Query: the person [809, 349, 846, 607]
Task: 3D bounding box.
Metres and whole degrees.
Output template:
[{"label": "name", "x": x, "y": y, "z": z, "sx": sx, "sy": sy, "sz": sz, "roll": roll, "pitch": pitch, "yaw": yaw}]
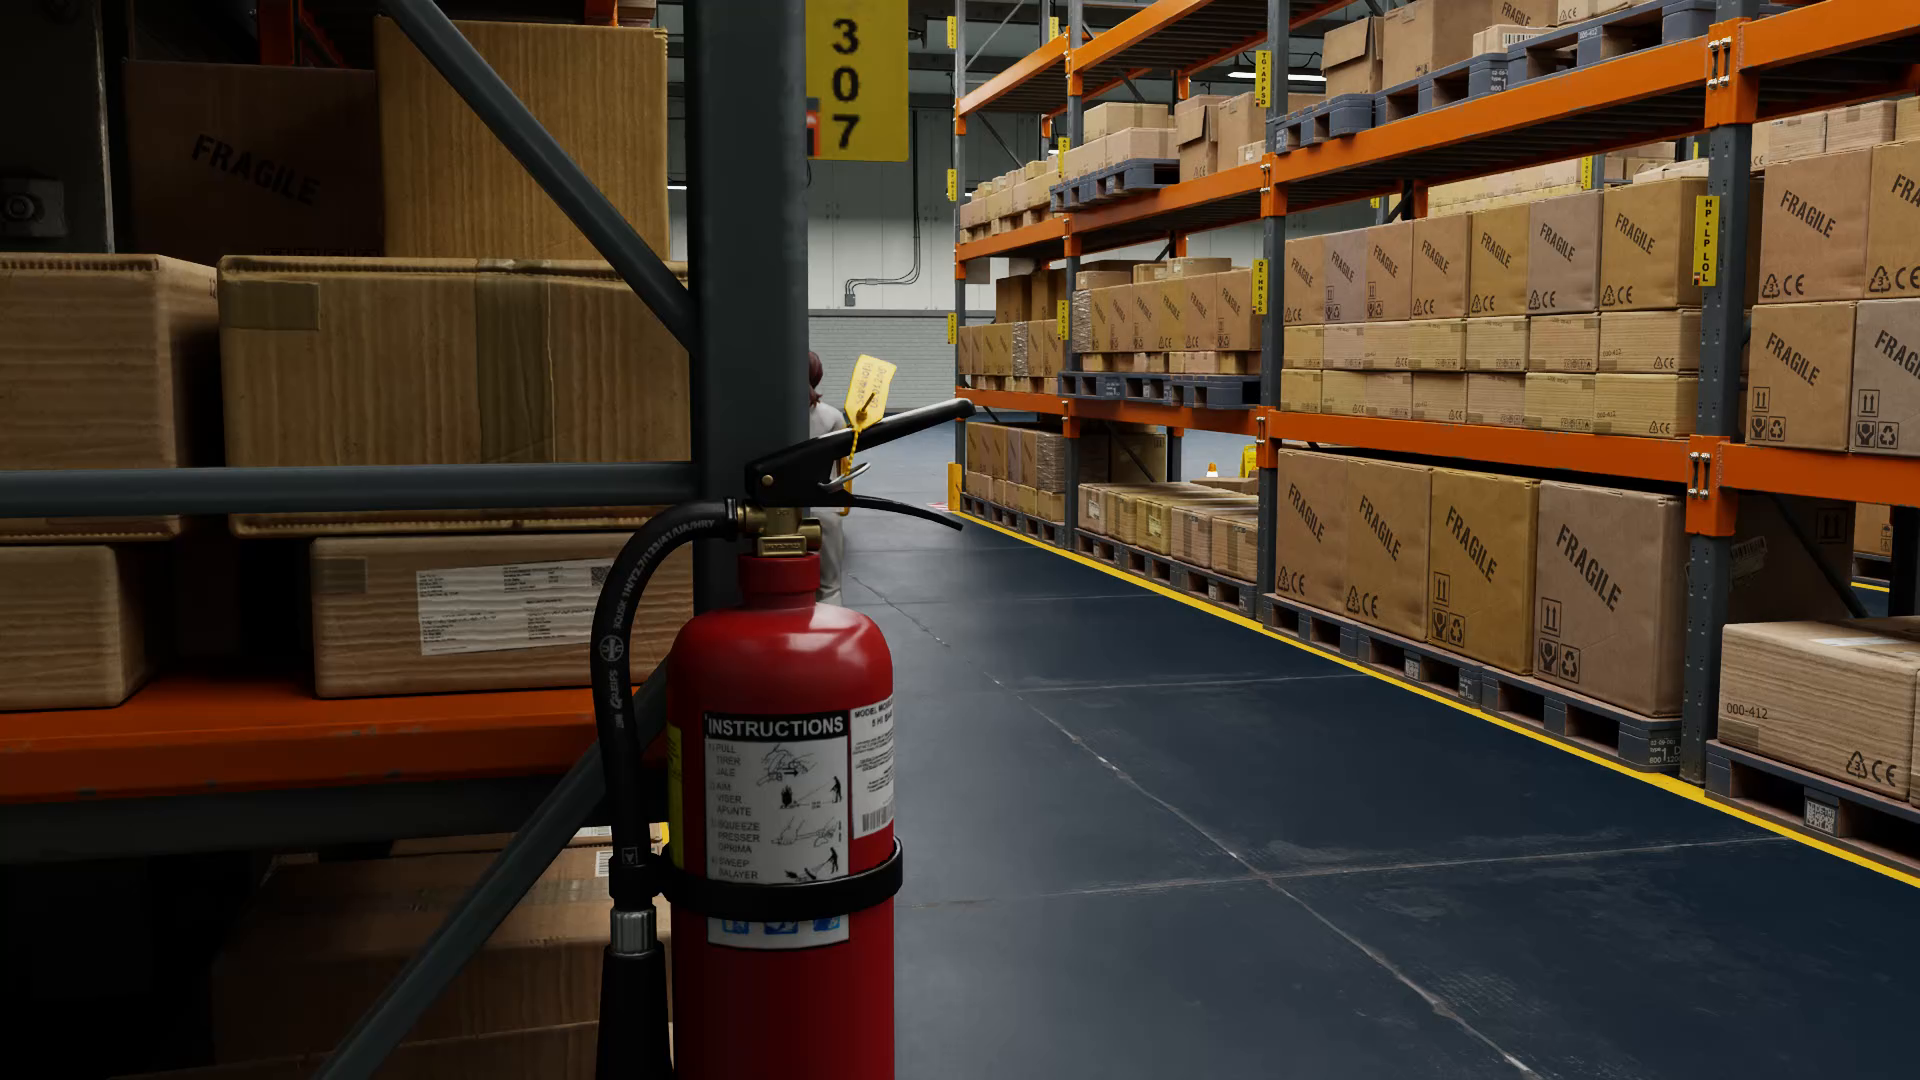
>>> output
[{"label": "person", "x": -0.770, "y": -0.100, "z": 8.117, "sx": 0.438, "sy": 1.662, "sz": 0.560, "roll": -2, "pitch": 6, "yaw": -14}]
